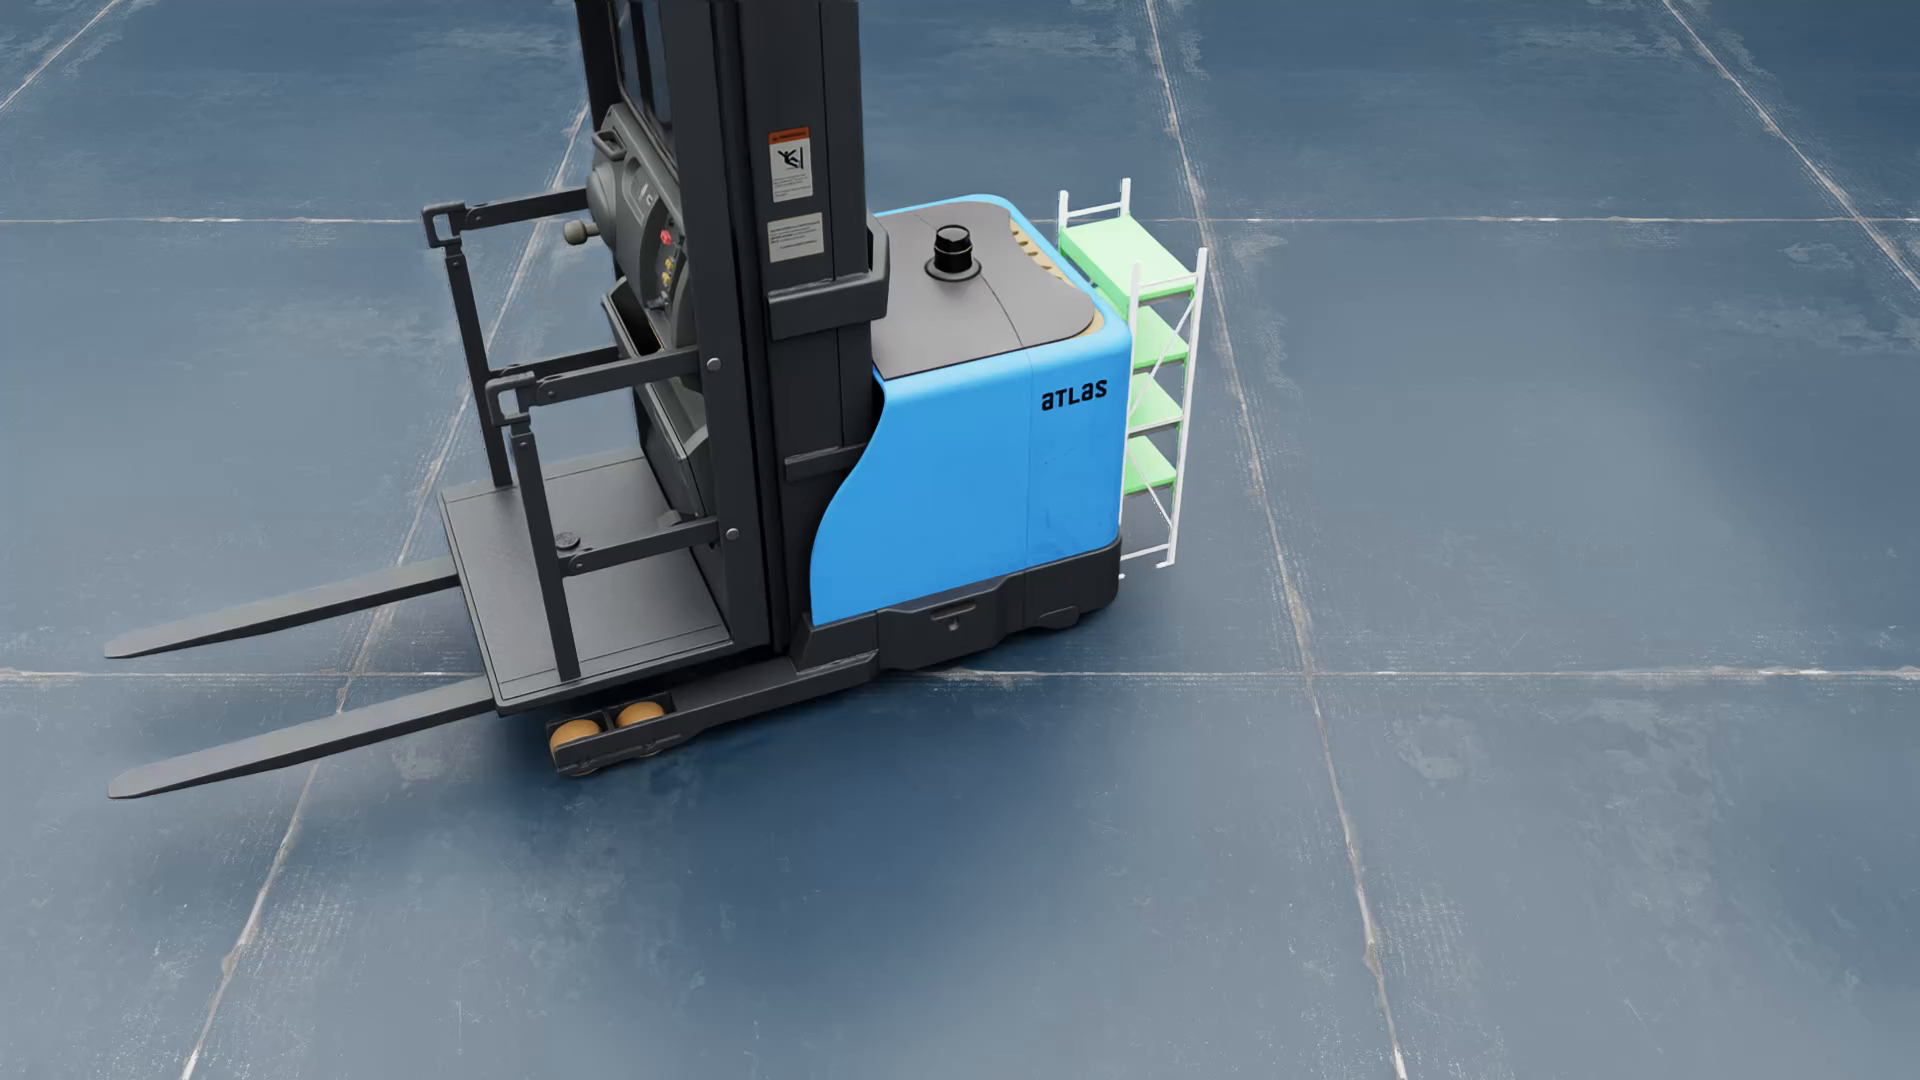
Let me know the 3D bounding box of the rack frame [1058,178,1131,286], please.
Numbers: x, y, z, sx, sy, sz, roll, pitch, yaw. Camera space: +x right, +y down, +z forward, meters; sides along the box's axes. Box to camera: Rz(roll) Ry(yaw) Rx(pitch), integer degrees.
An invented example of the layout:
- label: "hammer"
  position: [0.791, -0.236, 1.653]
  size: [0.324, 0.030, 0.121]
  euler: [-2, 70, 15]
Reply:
- label: "rack frame"
  position: [0.425, -0.643, 5.593]
  size: [0.240, 1.200, 0.015]
  euler: [-15, 41, -18]

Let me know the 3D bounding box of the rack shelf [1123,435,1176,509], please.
- label: "rack shelf"
  position: [0.519, -0.265, 5.607]
  size: [0.258, 0.148, 0.480]
  euler: [-15, 41, -18]

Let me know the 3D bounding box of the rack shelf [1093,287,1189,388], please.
- label: "rack shelf"
  position: [0.520, -0.640, 5.307]
  size: [0.258, 0.148, 0.480]
  euler: [-15, 41, -18]

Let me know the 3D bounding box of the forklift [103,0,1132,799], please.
- label: "forklift"
  position: [-1.050, -0.828, 4.440]
  size: [3.031, 2.935, 1.130]
  euler: [-15, 41, -18]

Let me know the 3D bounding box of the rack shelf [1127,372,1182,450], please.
- label: "rack shelf"
  position: [0.519, -0.453, 5.457]
  size: [0.258, 0.148, 0.480]
  euler: [-15, 41, -18]

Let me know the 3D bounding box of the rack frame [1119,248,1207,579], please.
- label: "rack frame"
  position: [0.614, -0.362, 5.242]
  size: [0.240, 1.200, 0.015]
  euler: [-15, 41, -18]

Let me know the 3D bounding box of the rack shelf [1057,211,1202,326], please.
- label: "rack shelf"
  position: [0.520, -0.827, 5.157]
  size: [0.258, 0.148, 0.480]
  euler: [-15, 41, -18]

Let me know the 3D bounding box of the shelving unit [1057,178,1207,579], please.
- label: "shelving unit"
  position: [0.519, -0.503, 5.417]
  size: [0.258, 1.200, 0.503]
  euler: [-15, 41, -18]
